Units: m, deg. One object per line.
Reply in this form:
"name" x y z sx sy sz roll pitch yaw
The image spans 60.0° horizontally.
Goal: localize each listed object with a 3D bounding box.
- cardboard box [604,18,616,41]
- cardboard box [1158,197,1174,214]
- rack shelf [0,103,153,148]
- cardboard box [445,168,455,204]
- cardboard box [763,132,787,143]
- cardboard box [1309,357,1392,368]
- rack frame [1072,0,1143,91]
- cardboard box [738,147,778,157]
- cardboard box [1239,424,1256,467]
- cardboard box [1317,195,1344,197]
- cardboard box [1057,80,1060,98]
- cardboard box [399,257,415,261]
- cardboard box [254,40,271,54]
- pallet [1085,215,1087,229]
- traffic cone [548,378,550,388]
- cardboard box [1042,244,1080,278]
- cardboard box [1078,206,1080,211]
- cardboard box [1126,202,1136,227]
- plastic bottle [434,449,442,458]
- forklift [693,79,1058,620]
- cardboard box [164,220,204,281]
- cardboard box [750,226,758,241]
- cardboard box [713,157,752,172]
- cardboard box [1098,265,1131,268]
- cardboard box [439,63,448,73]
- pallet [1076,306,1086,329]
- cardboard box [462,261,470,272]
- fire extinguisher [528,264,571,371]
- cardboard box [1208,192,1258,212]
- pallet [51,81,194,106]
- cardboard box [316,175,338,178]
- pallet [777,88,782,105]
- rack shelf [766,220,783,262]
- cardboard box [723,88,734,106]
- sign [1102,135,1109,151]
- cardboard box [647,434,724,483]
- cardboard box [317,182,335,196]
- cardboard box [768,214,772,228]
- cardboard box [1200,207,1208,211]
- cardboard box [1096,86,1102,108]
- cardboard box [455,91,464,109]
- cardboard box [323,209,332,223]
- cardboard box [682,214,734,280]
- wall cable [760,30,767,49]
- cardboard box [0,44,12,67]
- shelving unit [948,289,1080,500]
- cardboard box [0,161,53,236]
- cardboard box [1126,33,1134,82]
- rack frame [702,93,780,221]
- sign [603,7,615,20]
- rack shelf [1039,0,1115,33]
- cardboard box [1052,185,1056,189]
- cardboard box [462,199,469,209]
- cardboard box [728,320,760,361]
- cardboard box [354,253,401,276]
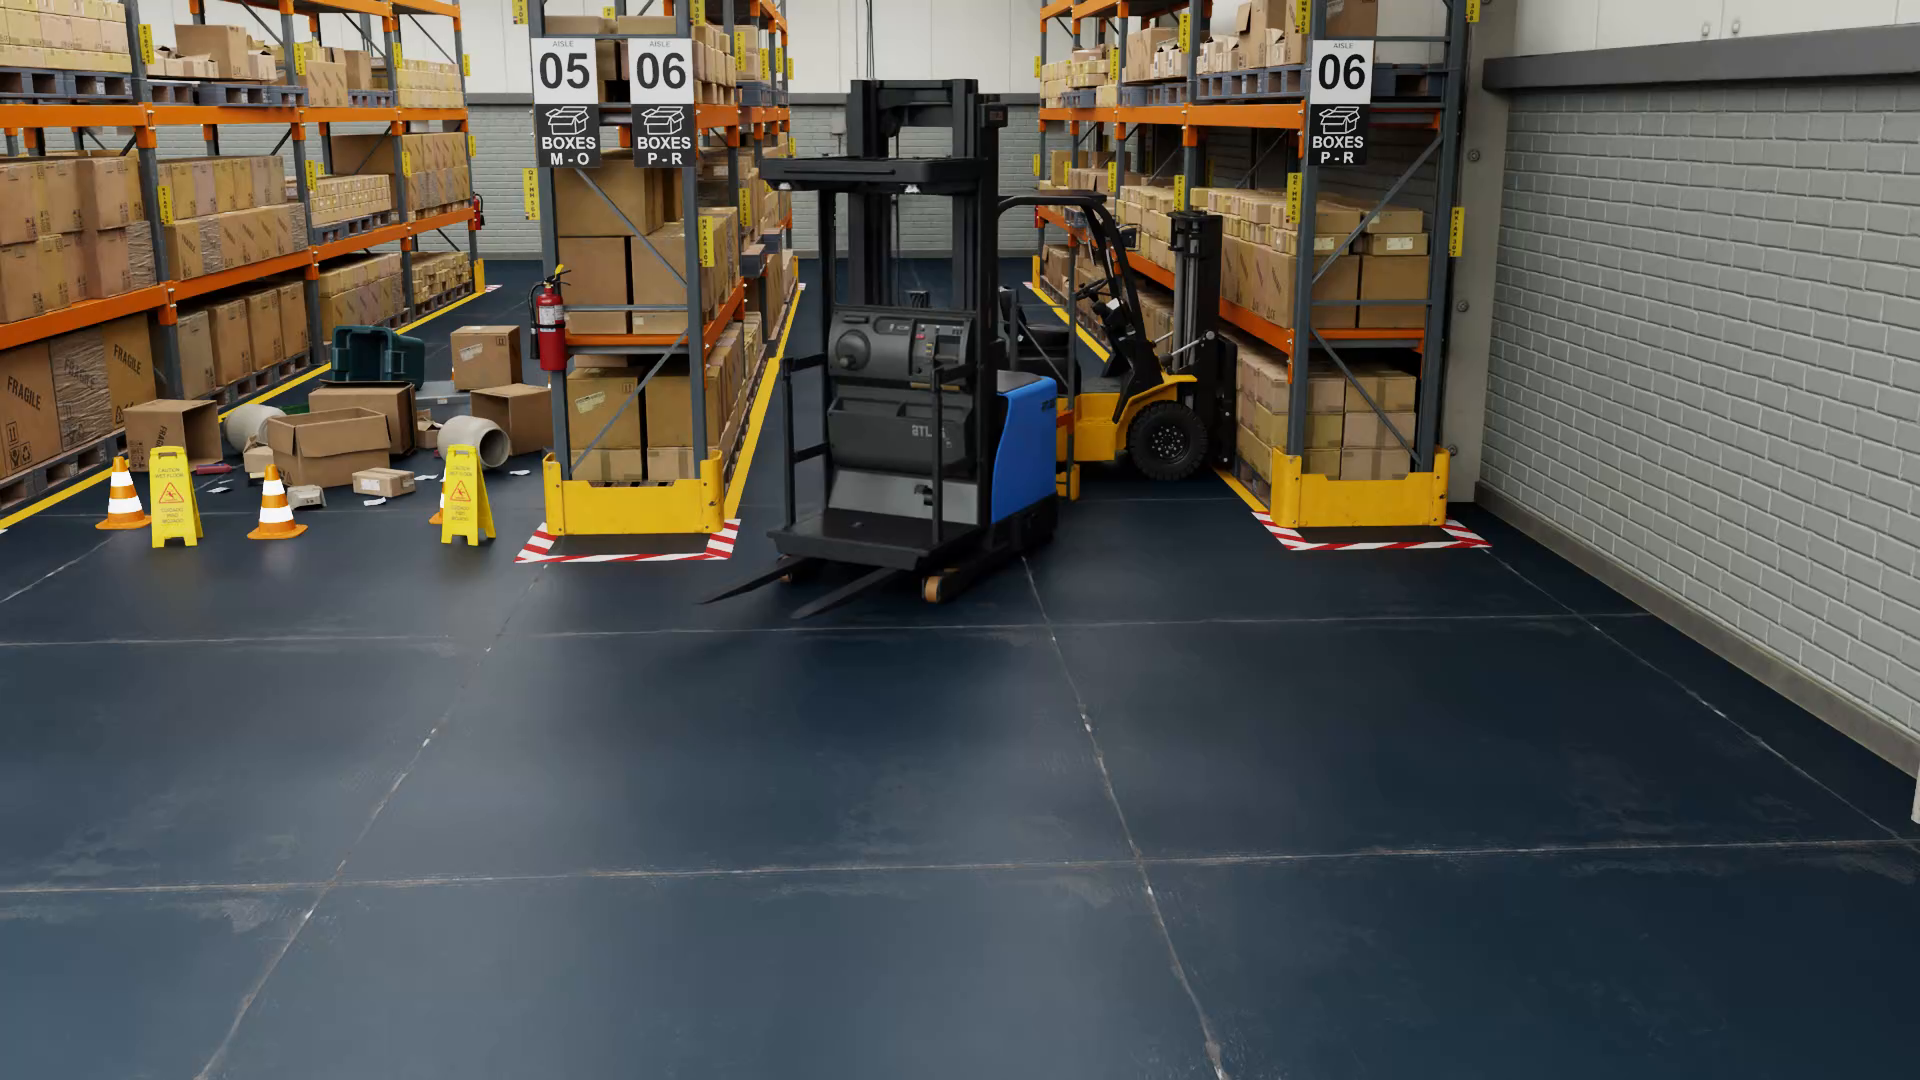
"cardboard box" -2.491 -3.377 11.017 0.380 0.149 0.250 -1 14 -2
"cardboard box" 2.120 -3.221 16.023 0.380 0.149 0.250 -1 14 -5
"rack shelf" -7.256 -3.016 12.152 1.077 0.370 4.000 -1 14 -3
"cardboard box" -7.771 -5.224 24.512 0.500 0.500 0.500 -1 14 -3
"cardboard box" -2.827 -6.130 25.322 0.380 0.149 0.250 -1 14 -4
"cardboard box" 2.881 -1.196 12.323 0.500 0.250 0.500 -1 14 -3
"rack frame" 2.013 -7.483 22.051 1.000 3.000 0.127 -1 14 -3
"cardboard box" -2.663 -4.926 21.943 0.500 0.500 0.500 0 14 -2
"cardboard box" 2.390 -0.701 12.406 0.500 0.250 0.500 -1 14 -3
"cardboard box" 2.877 -2.701 13.405 0.380 0.149 0.250 -1 14 -4
"cardboard box" 1.670 -6.475 23.855 0.500 0.250 0.500 -1 14 -2
"cardboard box" -8.299 -4.108 24.657 0.380 0.149 0.250 0 14 -1
"cardboard box" -7.959 -5.500 18.624 0.396 0.266 0.258 -1 14 -3
"pallet" 2.135 -3.974 20.835 1.003 0.211 1.213 -1 14 -3
"traffic cone" -3.920 -1.569 16.195 0.336 0.463 0.334 -1 14 -3
"cardboard box" 1.708 -4.413 26.326 0.797 0.503 0.637 -1 15 -6
"cardboard box" 1.716 -4.365 21.397 0.396 0.266 0.258 0 14 -1
"cardboard box" 2.074 -3.514 17.961 0.500 0.250 0.500 0 14 -2
"plastic bottle" -4.238 -0.738 13.770 0.133 0.061 0.283 2 15 6
"forklift" -0.455 -1.174 9.708 1.130 2.935 3.031 7 16 25
"cardboard box" -7.144 -2.592 14.881 0.500 0.500 0.500 -1 14 -3
"cardboard box" -2.218 -3.059 16.558 0.380 0.149 0.250 0 14 -1
"cardboard box" -2.311 -3.813 16.883 0.380 0.149 0.250 -2 15 -6
"cardboard box" 1.958 -3.401 21.096 0.380 0.149 0.250 -1 14 -3
"cardboard box" -7.751 -6.940 24.457 0.380 0.149 0.250 -1 14 -3
"pallet" 2.101 -3.025 22.362 1.003 0.211 1.213 -1 14 -3
"cardboard box" -7.806 -4.233 25.741 0.380 0.149 0.250 -1 14 -5
"fire extinguisher" -2.651 -1.443 10.769 0.296 0.674 0.183 -1 14 -3
"cardboard box" 2.276 -2.818 13.861 0.380 0.149 0.250 -1 14 -2
"pallet" -7.486 -3.996 14.903 0.805 0.209 1.217 -1 15 -6
"cardboard box" -8.310 -4.663 21.599 0.380 0.149 0.250 0 14 -1
"pallet" -2.982 -6.113 22.926 1.003 0.211 1.213 -1 14 -3
"rack shelf" -2.817 -3.654 20.653 1.077 0.370 4.000 -1 14 -3
"cardboard box" -2.121 -3.768 14.135 0.380 0.149 0.250 -1 14 -3
"sign" 2.320 -6.290 26.495 0.100 0.325 0.005 -1 14 -3
"cardboard box" -1.972 -0.592 11.984 0.500 0.250 0.500 -1 14 -4
"cardboard box" -7.509 -4.085 19.352 0.380 0.149 0.250 -1 15 -6
"cardboard box" -2.549 -3.816 20.140 0.500 0.250 0.500 0 14 -2
"cardboard box" 2.283 -2.803 14.398 0.380 0.149 0.250 -1 14 -2
"cardboard box" 1.923 -5.336 20.028 0.500 0.250 0.500 -1 14 -3
"cardboard box" -7.831 -6.664 25.190 0.500 0.250 0.500 -1 14 -5
"cardboard box" -7.488 -3.734 19.179 0.380 0.149 0.250 0 14 -1
"cardboard box" -2.095 -2.339 13.302 0.500 0.500 0.500 0 14 -2
"wall cable" -3.823 -9.811 31.097 0.463 3.000 0.029 -1 14 -3
"cardboard box" -6.912 -3.401 11.666 0.380 0.149 0.250 -1 14 -4
"shelving unit" 0.381 -0.951 11.714 0.587 1.500 1.083 7 16 25
"cardboard box" -7.304 -2.509 12.291 0.875 0.550 0.500 -1 14 -3
"cardboard box" 2.062 -5.152 17.766 0.500 0.500 0.500 -1 14 -3
"rack frame" -2.941 -4.500 22.497 1.000 3.000 0.127 -1 14 -3
"sign" -2.999 -4.395 14.240 0.100 0.325 0.005 -1 14 -3
"rack shelf" 1.889 -7.630 24.074 1.077 0.370 4.000 -1 14 -3
"cardboard box" 1.643 -5.149 24.721 0.500 0.250 0.500 -1 14 -5
"cardboard box" -7.821 -5.195 25.702 0.380 0.149 0.250 -1 14 -3
"cardboard box" -2.615 -2.112 17.646 0.950 0.372 0.625 -1 14 -5
"cardboard box" -7.577 -3.573 21.563 0.500 0.250 0.500 -1 14 -5
